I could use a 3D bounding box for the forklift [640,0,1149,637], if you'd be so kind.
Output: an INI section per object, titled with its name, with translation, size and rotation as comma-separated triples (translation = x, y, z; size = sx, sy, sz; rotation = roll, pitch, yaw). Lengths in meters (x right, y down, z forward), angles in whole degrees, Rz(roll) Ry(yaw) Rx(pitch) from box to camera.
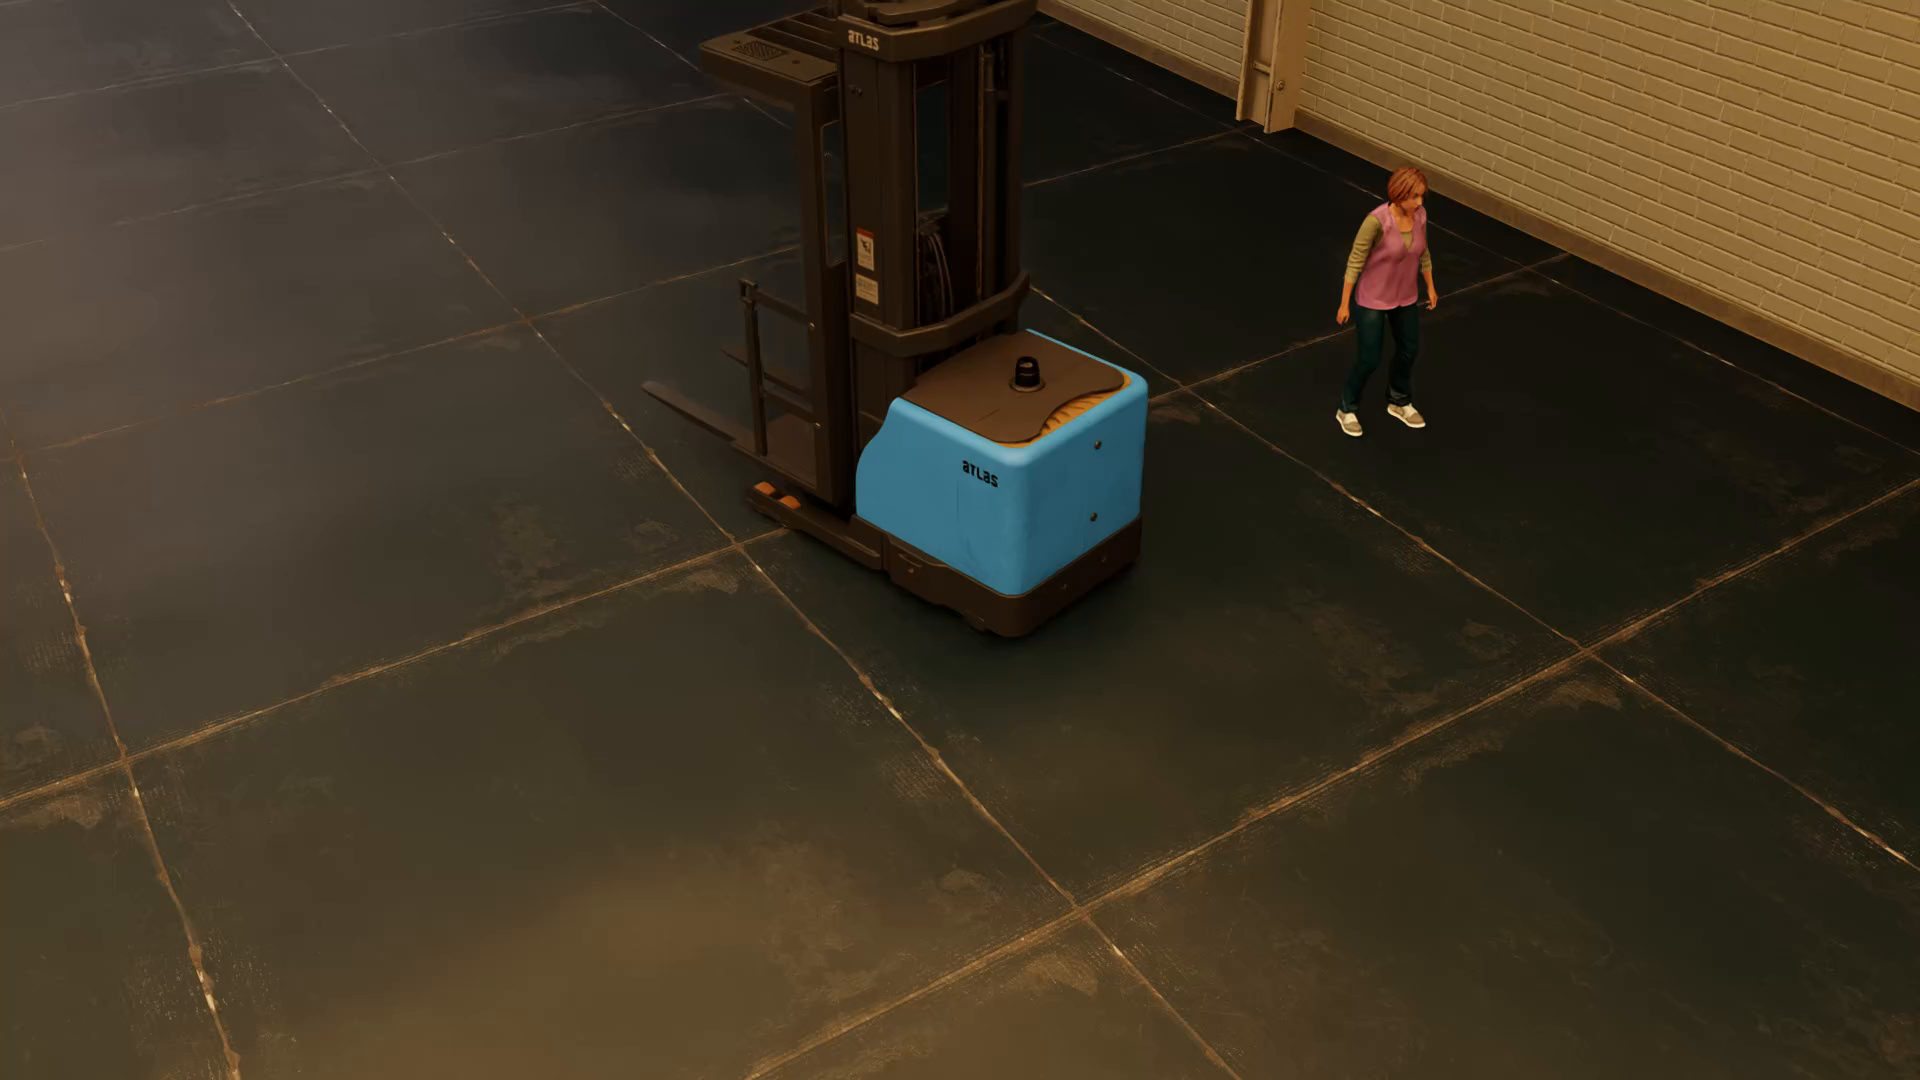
[forklift]
translation = -0.508, -1.462, 8.228
size = 3.031, 2.935, 1.130
rotation = 28, 44, 34

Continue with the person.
[person]
translation = 2.377, -1.316, 9.194
size = 0.596, 1.583, 0.353
rotation = -14, 38, -19
